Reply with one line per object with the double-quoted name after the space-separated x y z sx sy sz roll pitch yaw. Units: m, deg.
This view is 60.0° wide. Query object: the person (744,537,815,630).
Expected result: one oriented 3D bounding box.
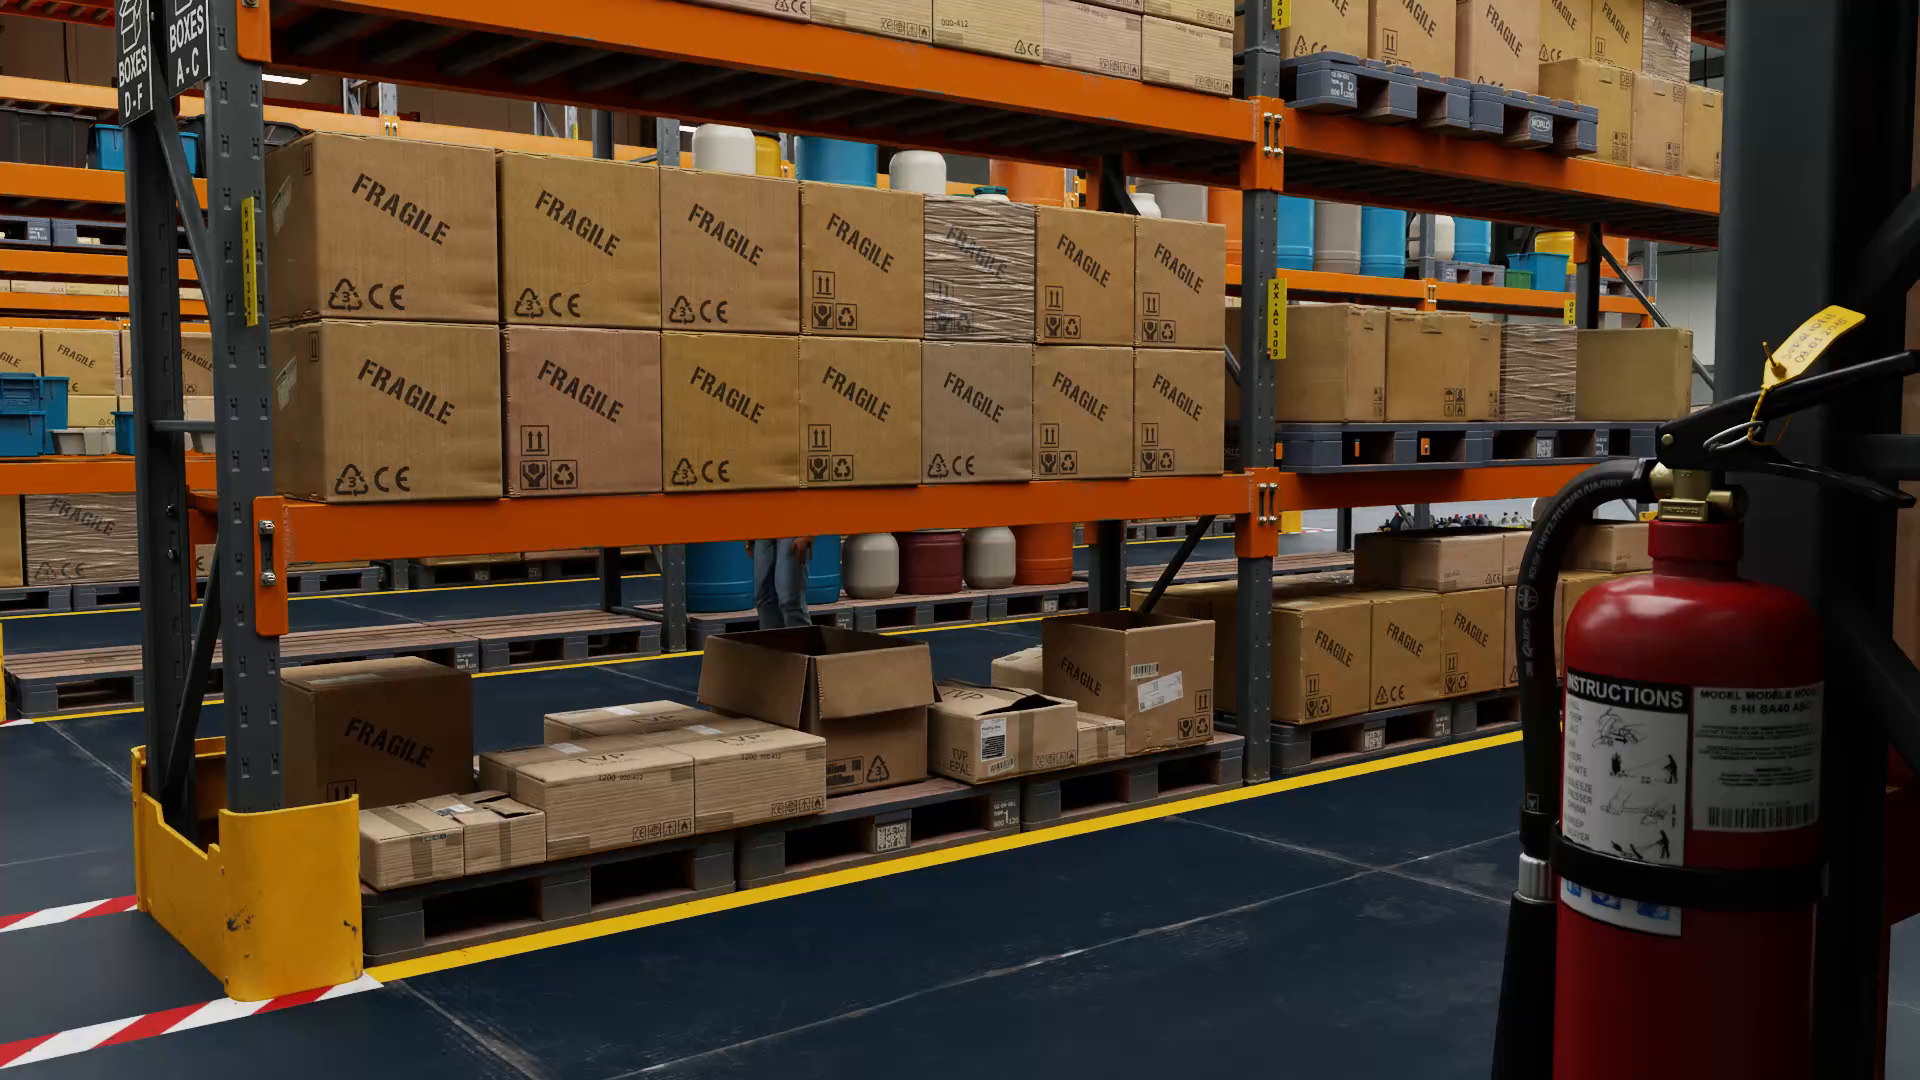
-10.689 -4.160 15.978 6.772 9.002 23.378 -3 6 -39 "person"
